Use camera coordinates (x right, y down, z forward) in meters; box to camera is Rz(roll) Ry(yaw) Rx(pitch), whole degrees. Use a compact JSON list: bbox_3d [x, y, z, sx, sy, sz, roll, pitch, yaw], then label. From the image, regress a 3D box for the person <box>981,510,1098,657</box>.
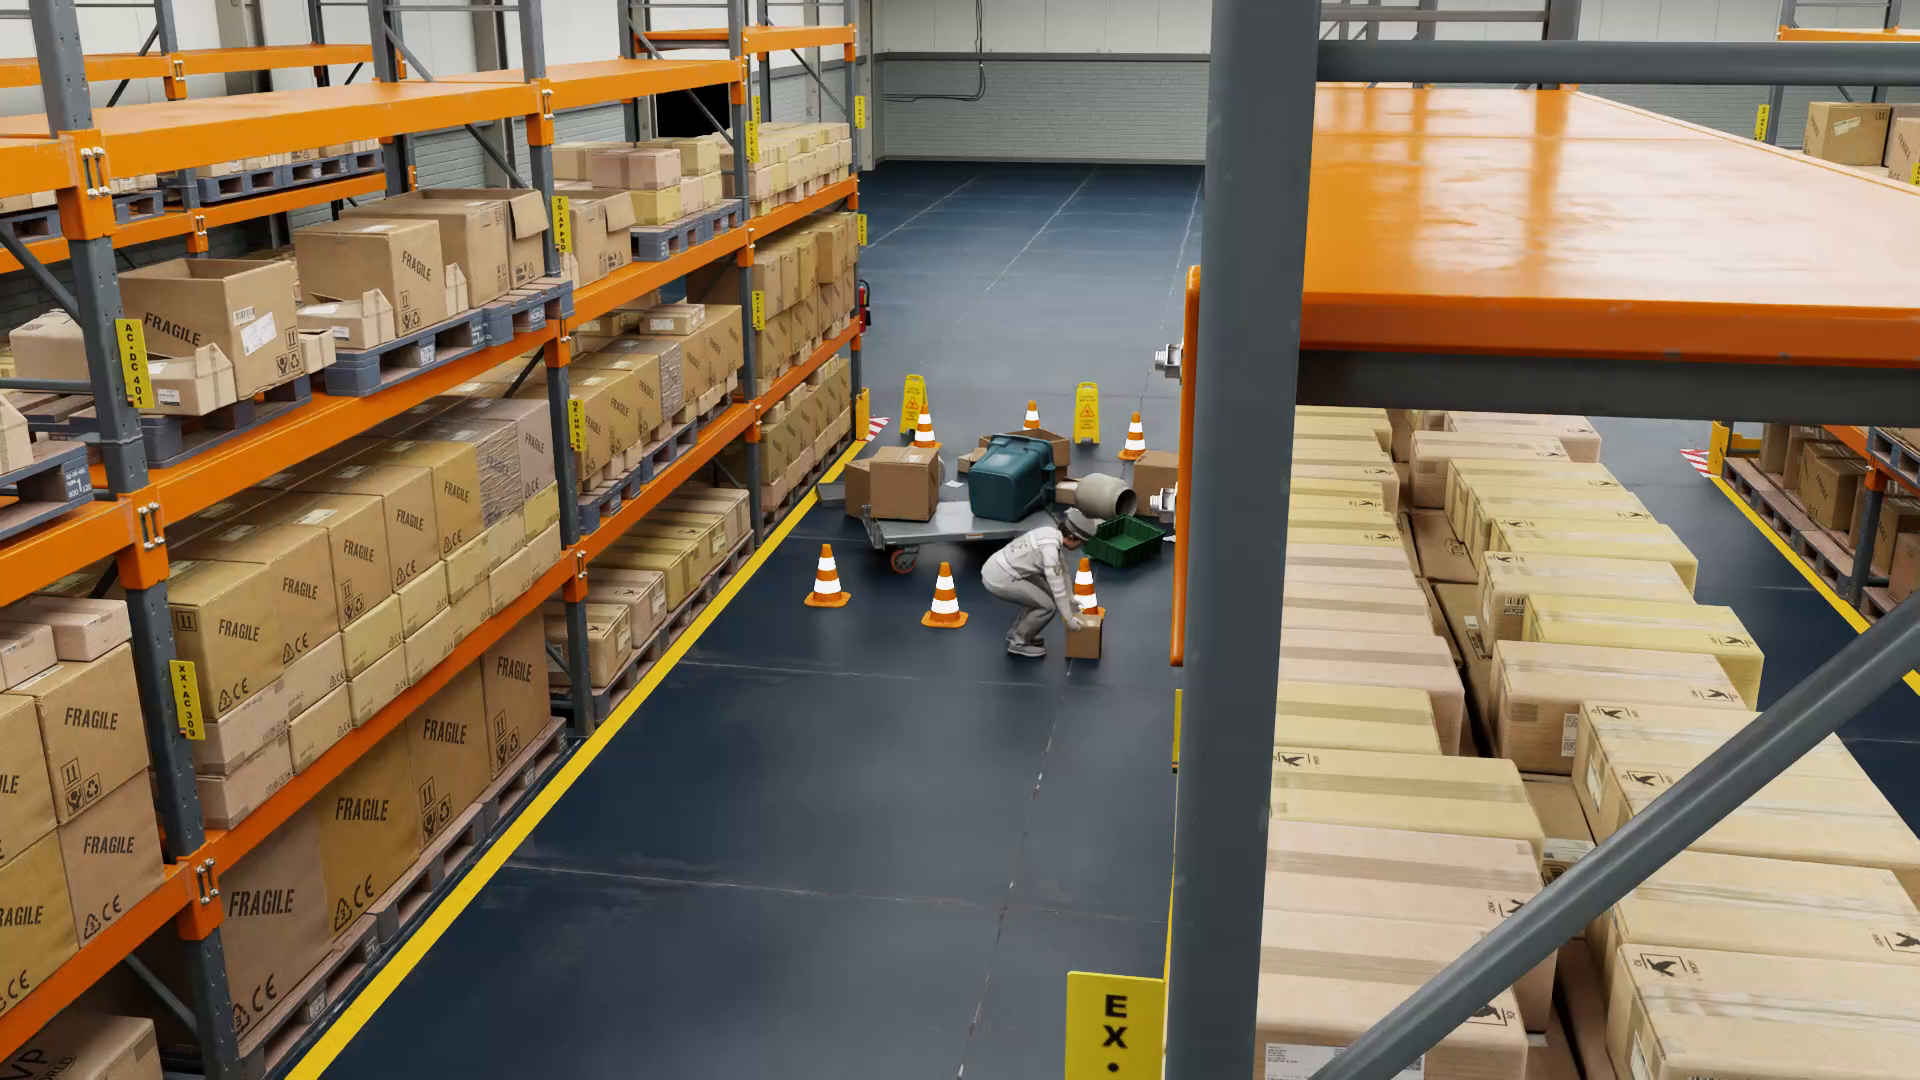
[{"bbox_3d":[0.577,0.299,12.134,0.832,1.052,0.501,3,18,9],"label":"person"}]
